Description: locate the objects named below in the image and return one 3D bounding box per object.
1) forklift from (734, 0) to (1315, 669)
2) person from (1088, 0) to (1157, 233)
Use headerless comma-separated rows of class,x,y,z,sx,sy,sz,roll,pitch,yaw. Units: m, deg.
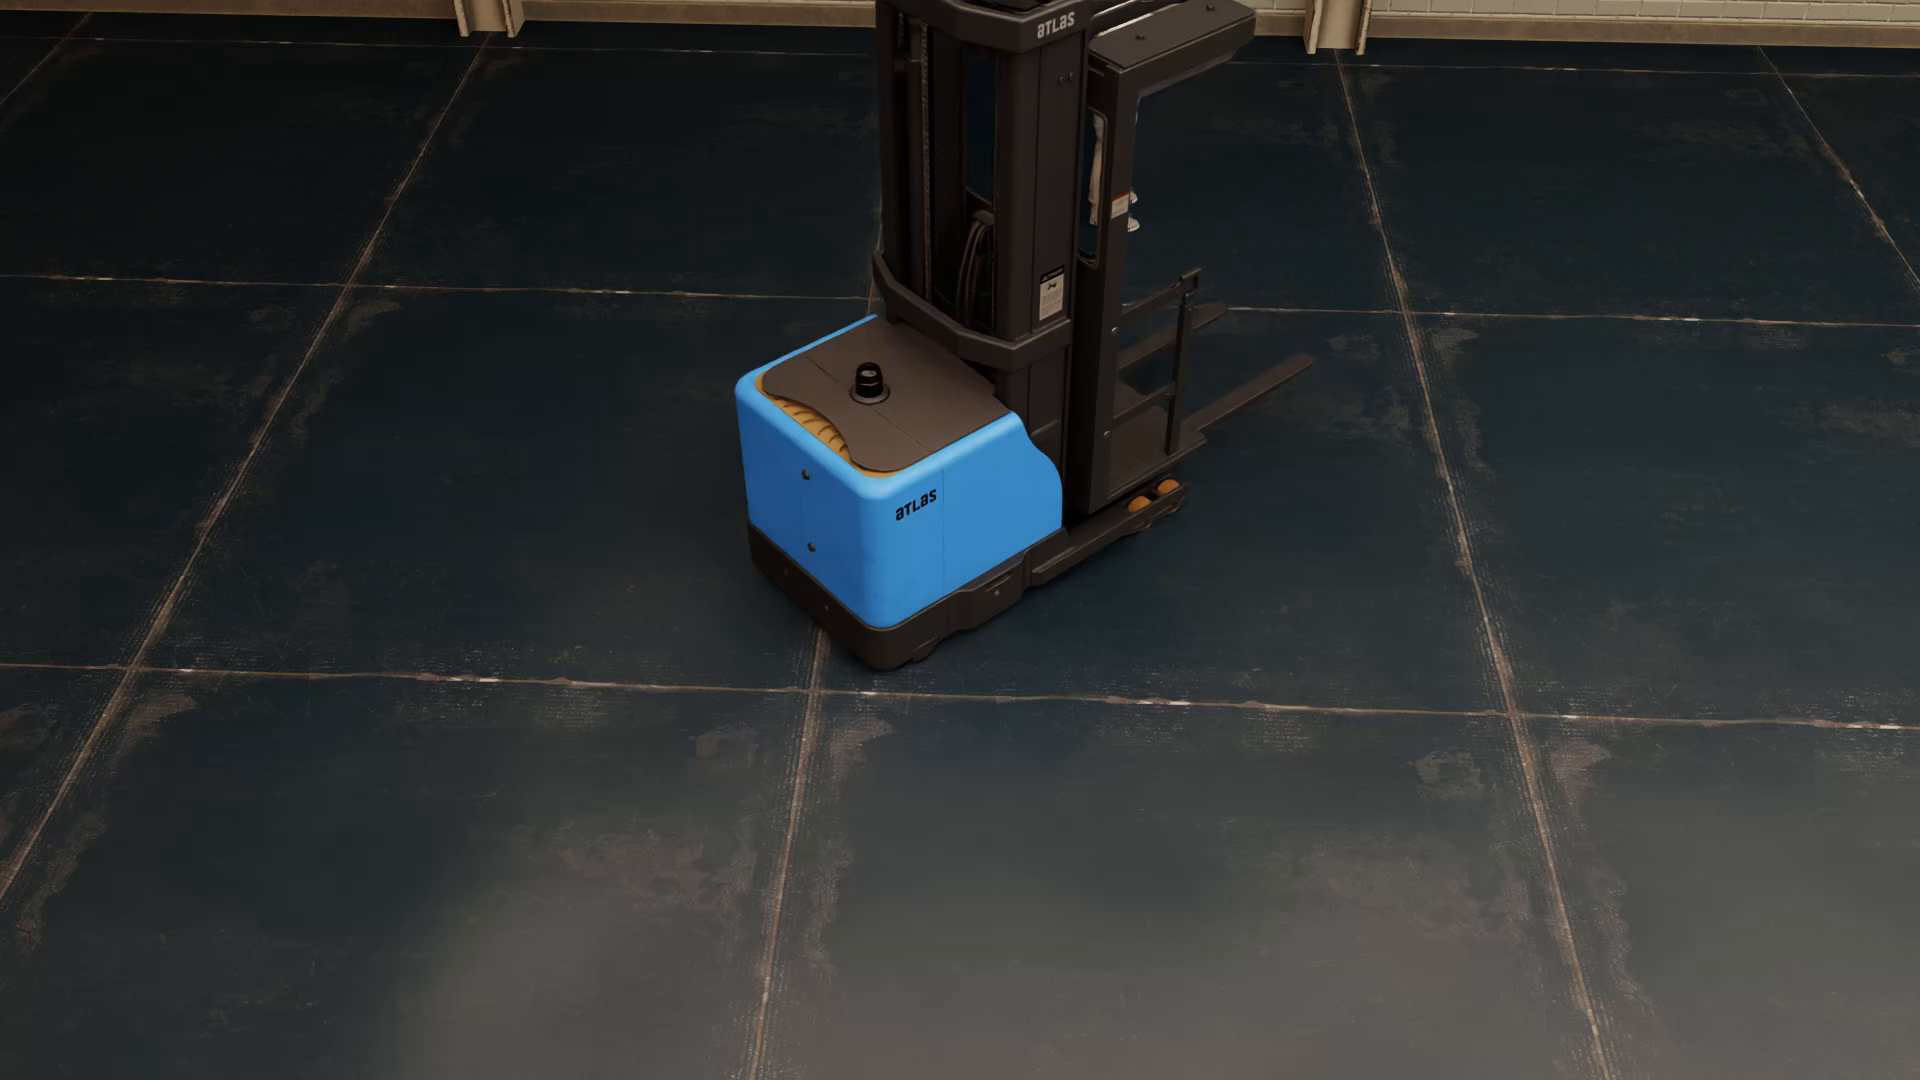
forklift,0.472,-1.370,7.243,3.031,2.935,1.130,-30,50,-29
person,0.914,-2.610,9.545,0.389,1.668,0.492,5,43,5
